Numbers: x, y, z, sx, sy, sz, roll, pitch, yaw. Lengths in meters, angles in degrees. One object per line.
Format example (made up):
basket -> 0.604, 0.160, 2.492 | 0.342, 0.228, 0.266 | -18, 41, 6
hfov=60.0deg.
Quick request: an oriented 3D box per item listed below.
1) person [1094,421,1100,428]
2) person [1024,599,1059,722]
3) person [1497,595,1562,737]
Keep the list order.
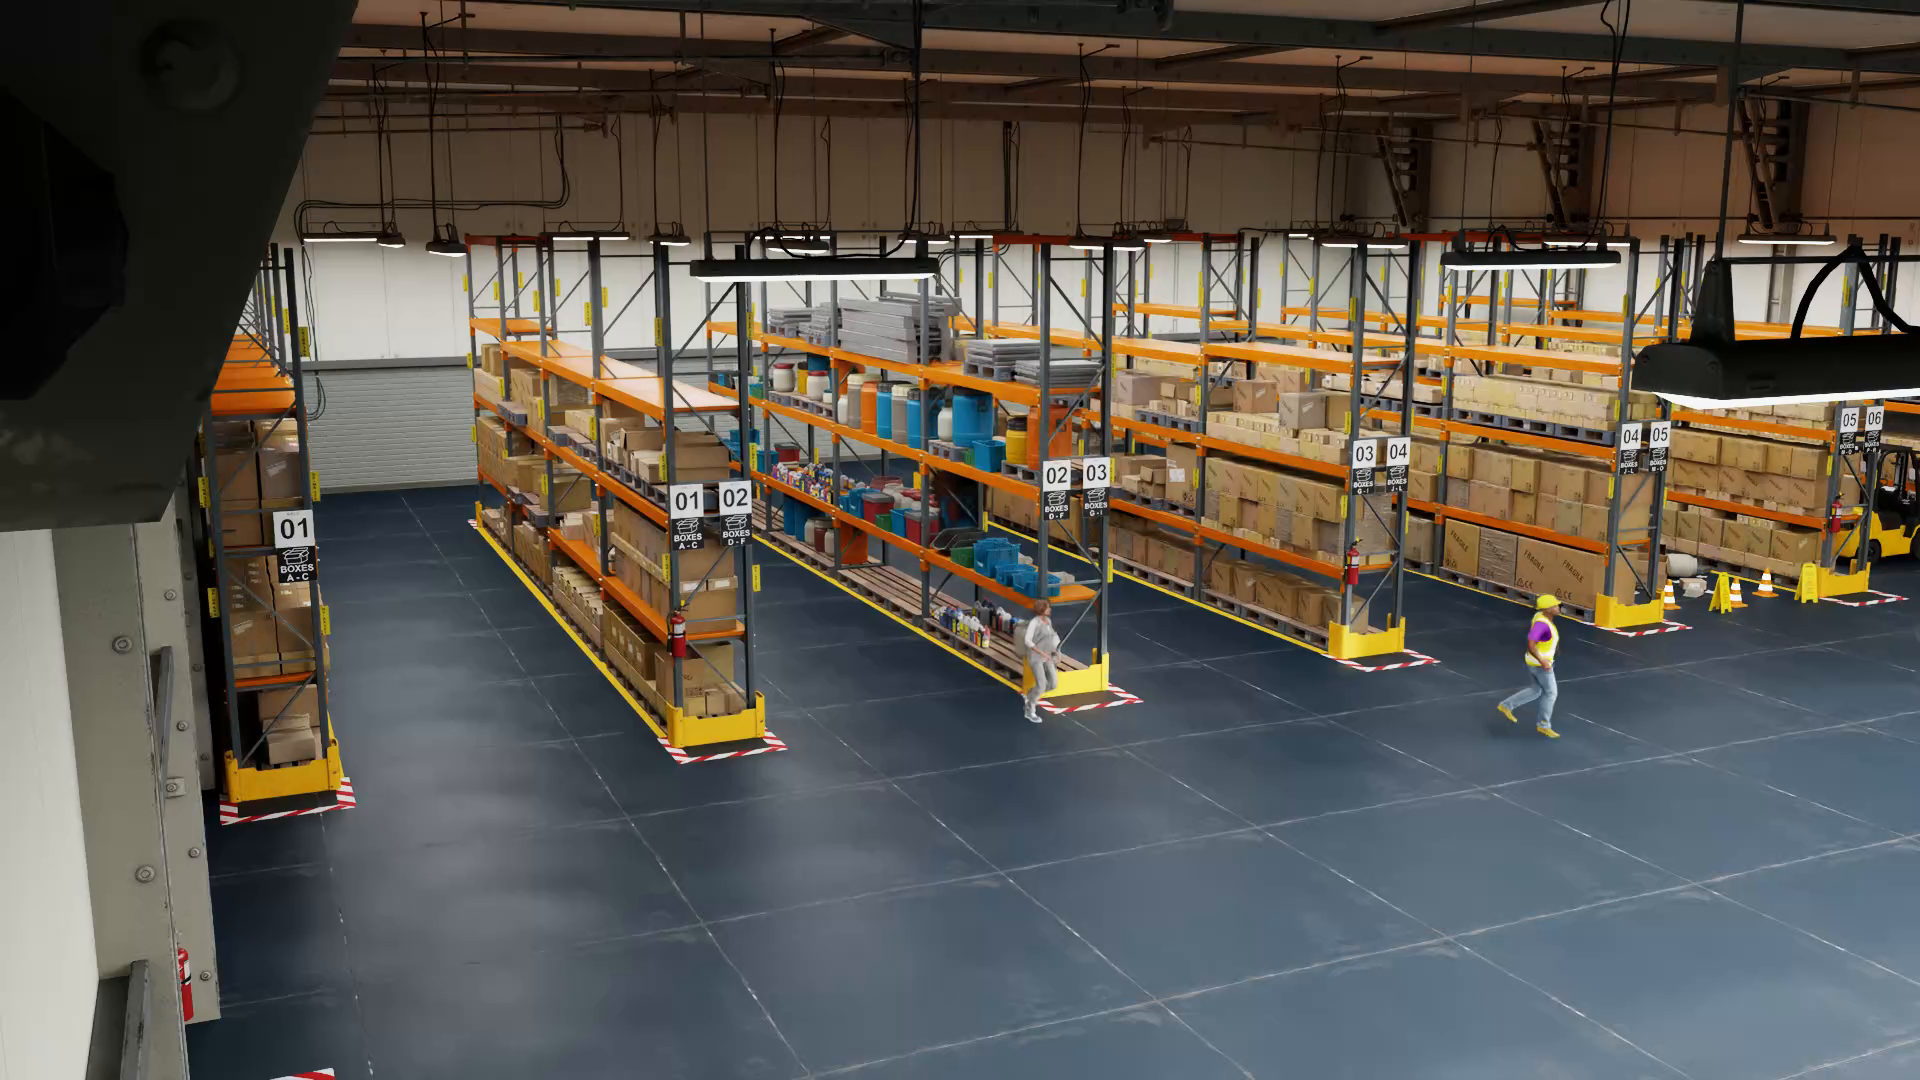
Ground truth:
person -> 3.536, -2.414, 41.316 | 0.585, 1.639, 0.582 | -8, 13, -35
person -> 1.045, 1.537, 21.216 | 0.472, 1.541, 0.612 | 8, 13, 35
person -> 7.098, 1.544, 20.617 | 0.776, 1.805, 0.700 | 3, 11, 14
